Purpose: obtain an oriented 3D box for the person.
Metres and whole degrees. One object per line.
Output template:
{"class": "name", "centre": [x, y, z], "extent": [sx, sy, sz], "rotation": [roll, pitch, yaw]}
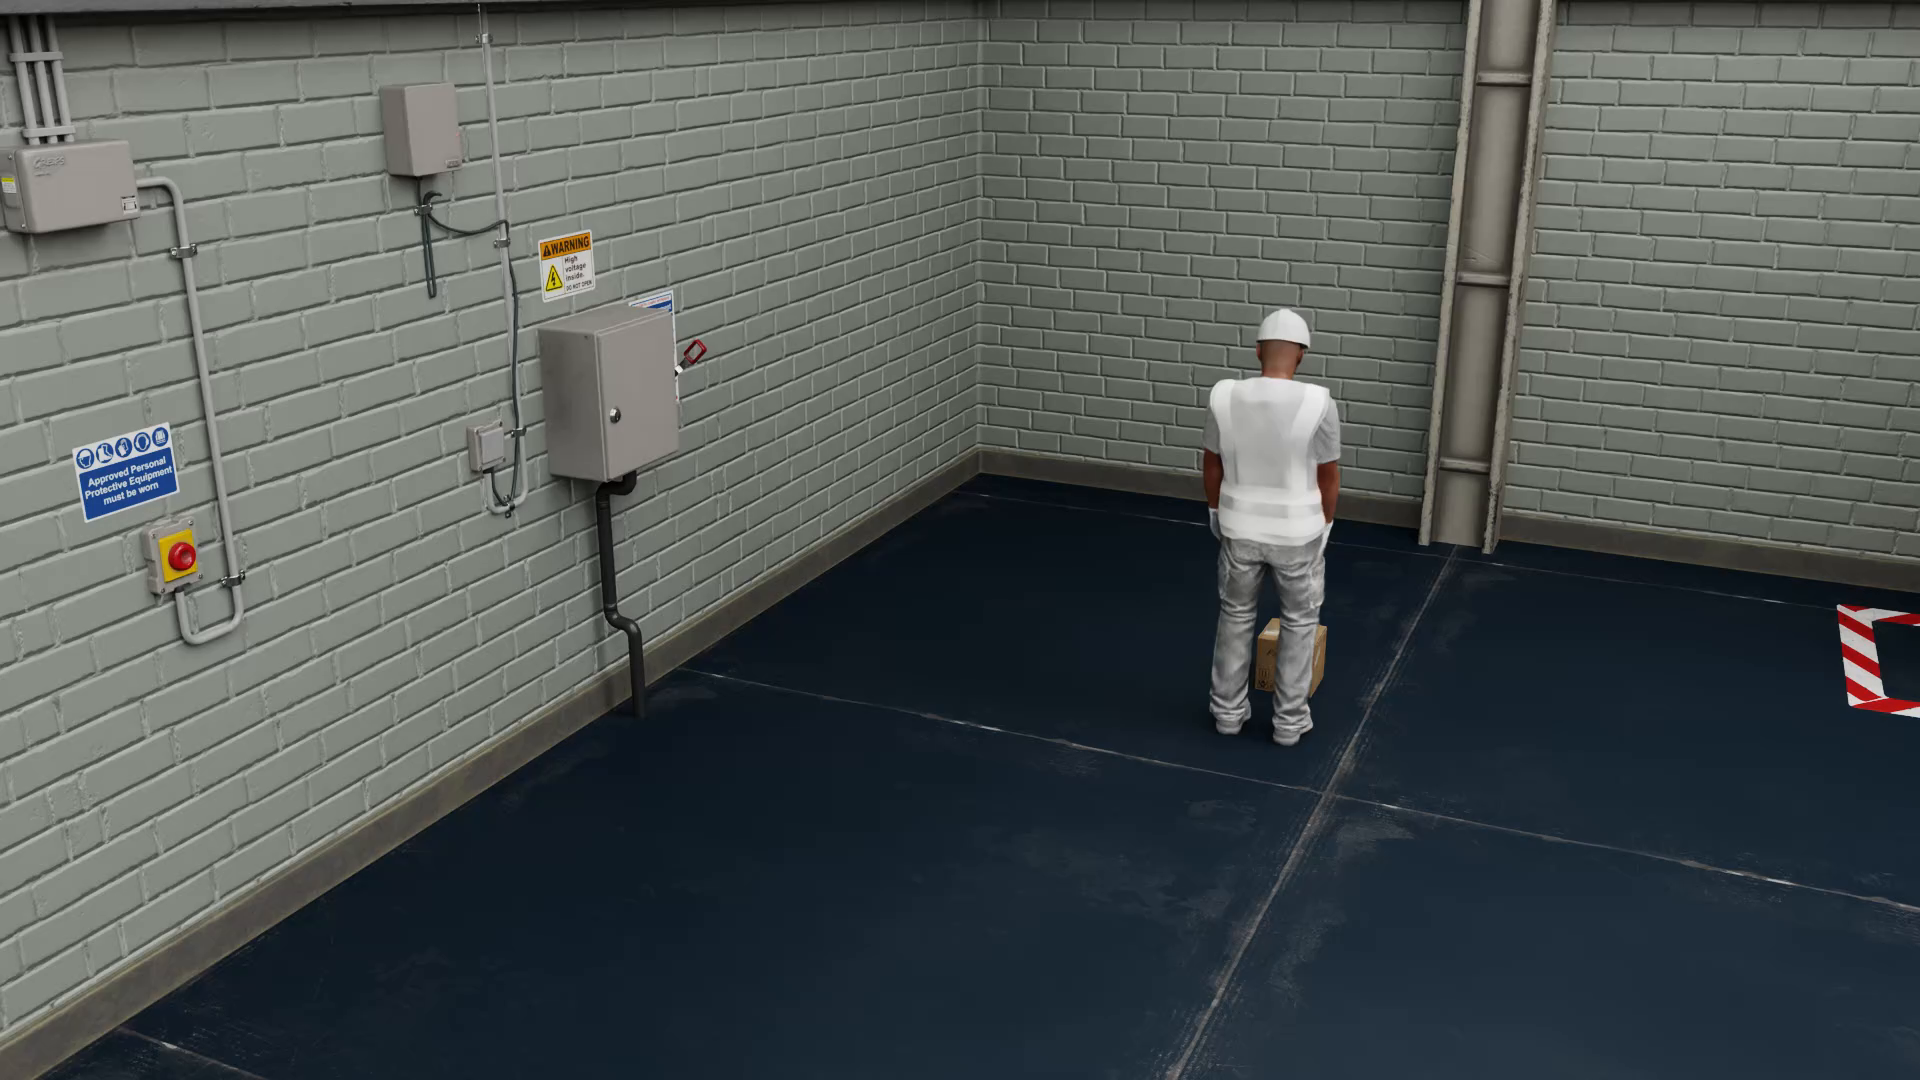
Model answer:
{"class": "person", "centre": [1.243, -0.045, 6.720], "extent": [0.566, 1.748, 0.427], "rotation": [9, 21, 24]}
